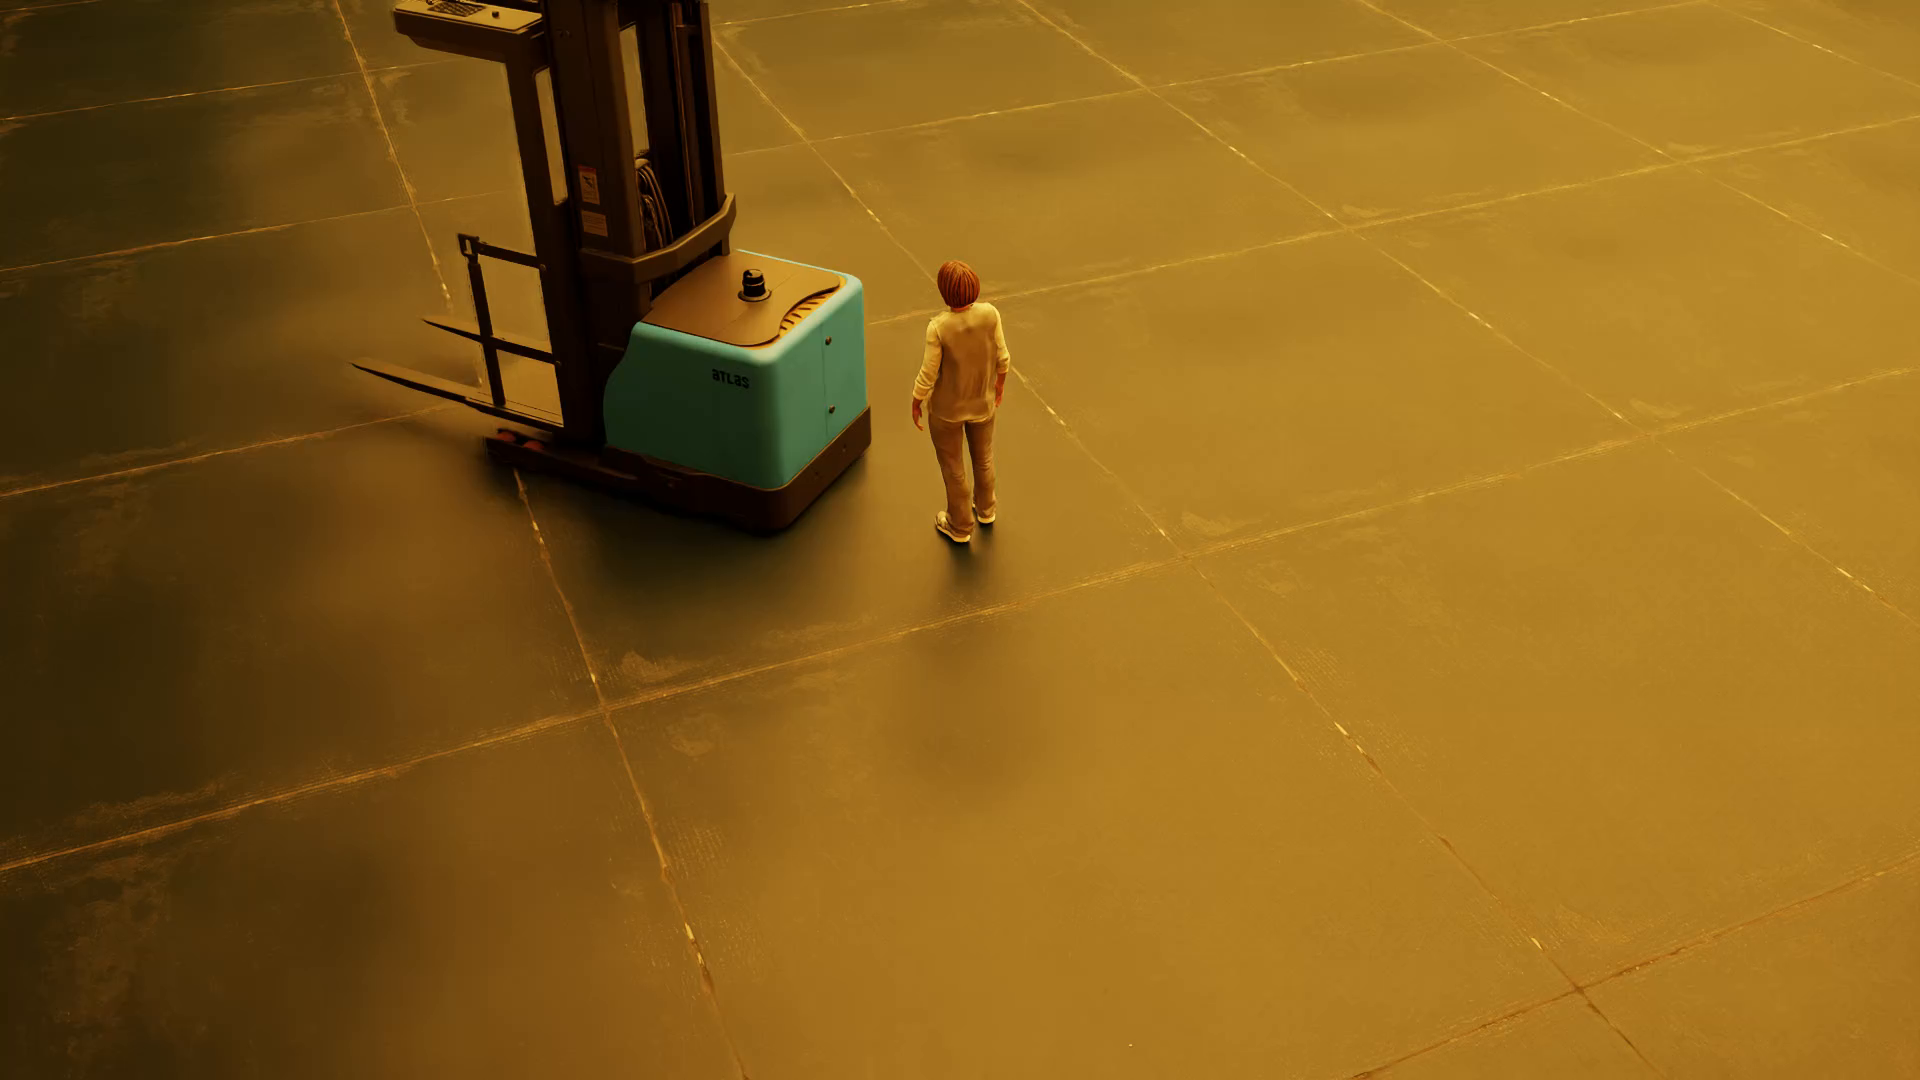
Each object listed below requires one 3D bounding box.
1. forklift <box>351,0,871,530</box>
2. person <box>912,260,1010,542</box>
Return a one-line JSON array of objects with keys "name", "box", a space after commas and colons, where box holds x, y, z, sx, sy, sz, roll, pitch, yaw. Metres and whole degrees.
[{"name": "forklift", "box": [-2.048, -1.831, 8.674, 3.031, 2.935, 1.130, 16, 38, 21]}, {"name": "person", "box": [-0.016, -0.698, 8.222, 0.519, 1.594, 0.474, -14, 38, -19]}]
